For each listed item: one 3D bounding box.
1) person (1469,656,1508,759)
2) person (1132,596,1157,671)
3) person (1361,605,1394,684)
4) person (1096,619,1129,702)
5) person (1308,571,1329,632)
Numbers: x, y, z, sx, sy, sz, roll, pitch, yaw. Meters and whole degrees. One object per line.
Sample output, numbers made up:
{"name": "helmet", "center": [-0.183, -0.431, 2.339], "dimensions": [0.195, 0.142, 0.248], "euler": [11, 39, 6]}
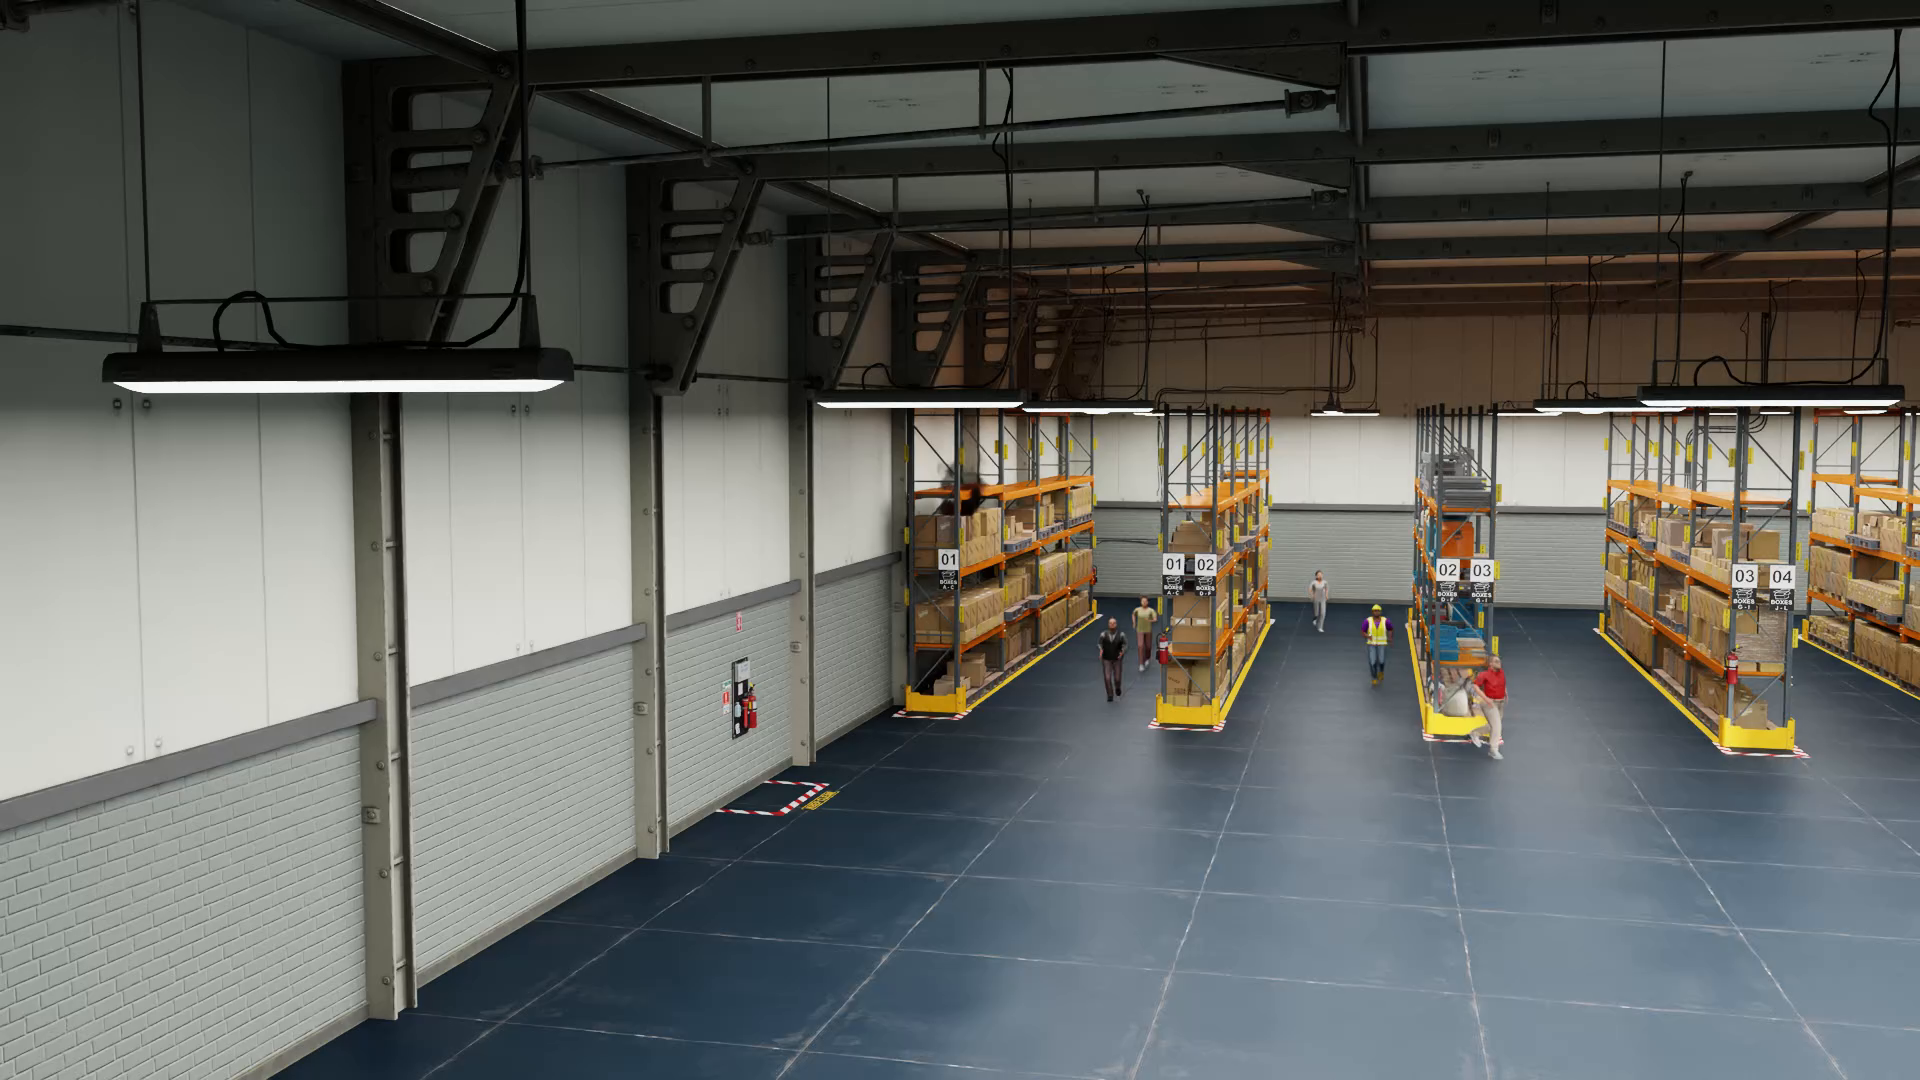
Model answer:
{"name": "person", "center": [9.001, 2.820, 28.296], "dimensions": [0.668, 1.751, 0.773], "euler": [-3, 5, -33]}
{"name": "person", "center": [4.208, 2.102, 37.926], "dimensions": [0.574, 1.655, 0.969], "euler": [0, 4, 6]}
{"name": "person", "center": [8.968, 2.254, 35.749], "dimensions": [0.691, 1.724, 0.586], "euler": [1, 4, 13]}
{"name": "person", "center": [3.079, 2.429, 33.682], "dimensions": [0.657, 1.670, 0.603], "euler": [1, 4, 10]}
{"name": "person", "center": [9.684, 1.645, 44.901], "dimensions": [0.556, 1.639, 0.741], "euler": [0, 4, -1]}
